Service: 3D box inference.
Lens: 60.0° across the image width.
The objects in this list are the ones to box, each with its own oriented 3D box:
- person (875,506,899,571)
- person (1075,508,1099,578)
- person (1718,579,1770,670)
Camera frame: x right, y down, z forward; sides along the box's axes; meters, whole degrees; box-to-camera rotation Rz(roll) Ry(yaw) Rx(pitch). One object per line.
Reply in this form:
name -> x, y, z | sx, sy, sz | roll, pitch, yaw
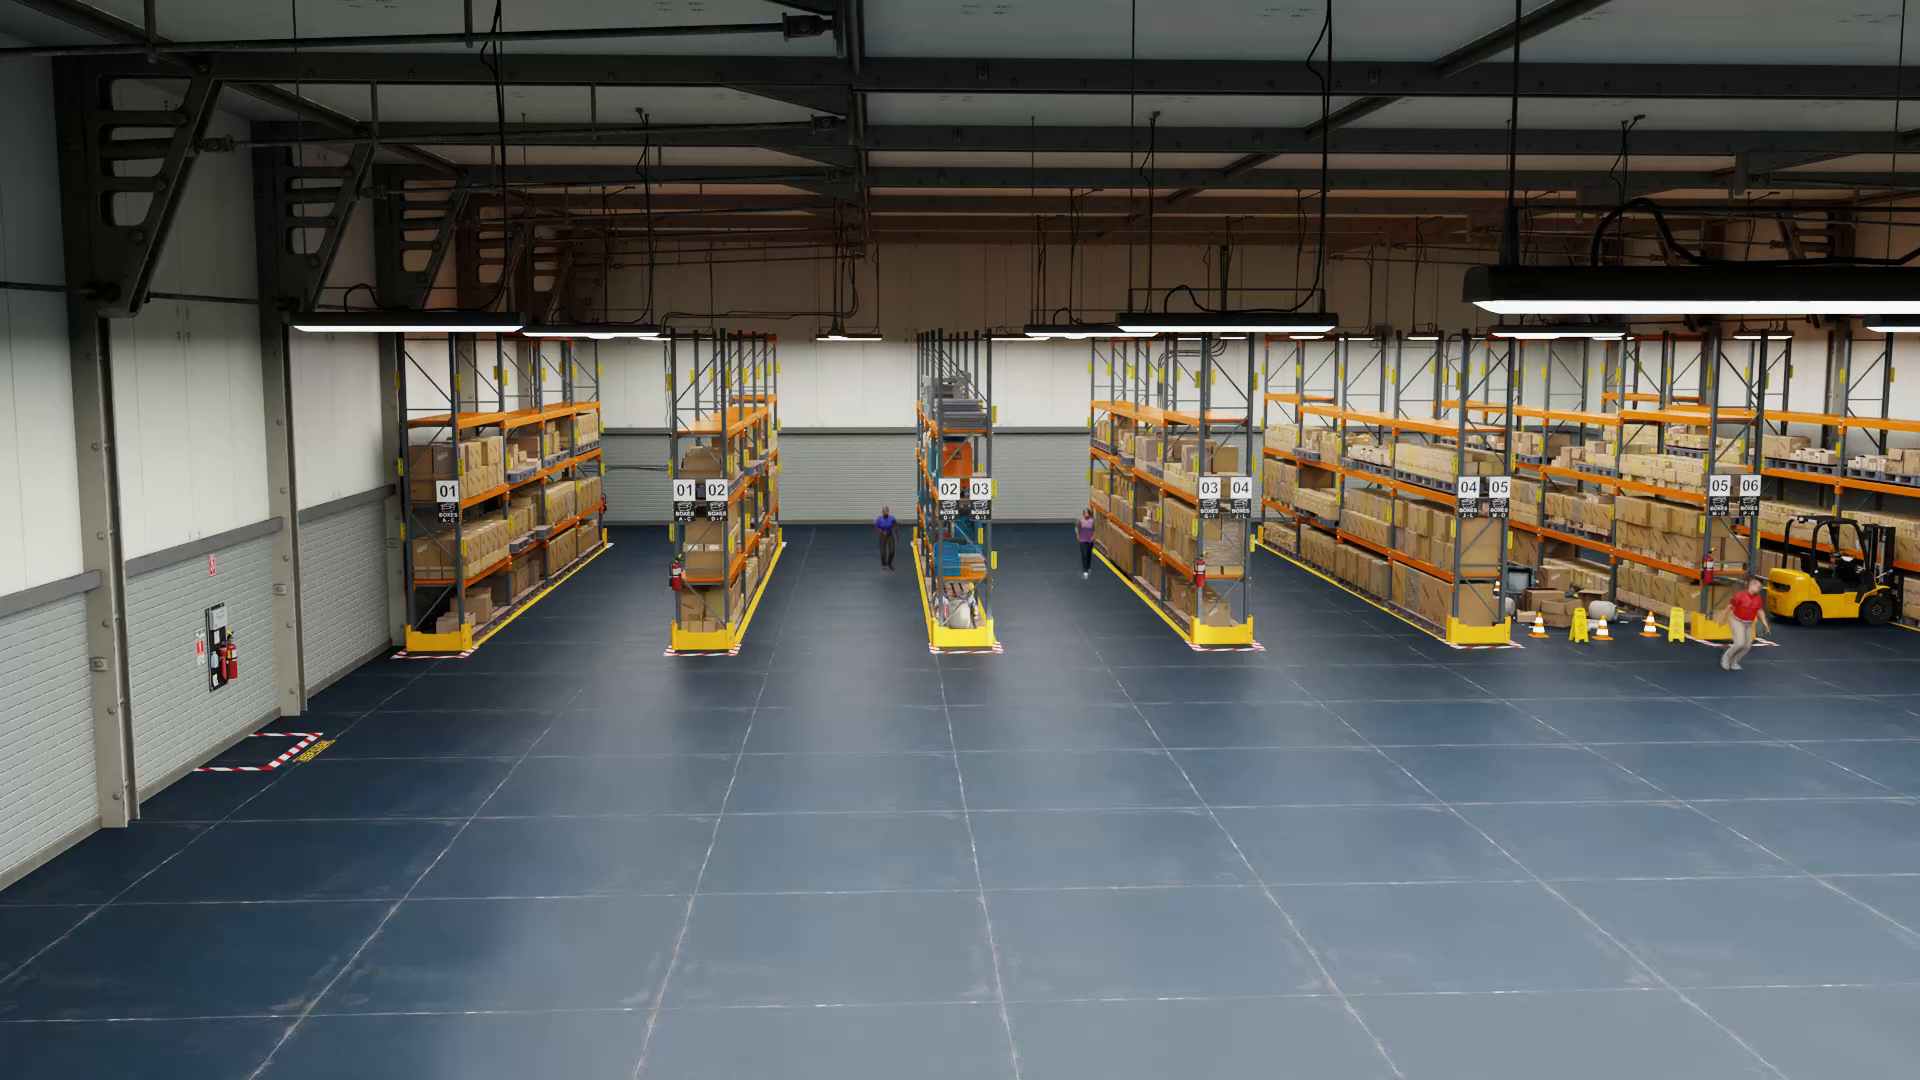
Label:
person -> -1.752, -0.029, 39.912 | 0.579, 1.583, 0.823 | -1, 7, -7
person -> 2.972, 0.055, 39.013 | 0.547, 1.616, 0.740 | 0, 7, 1
person -> 13.706, 1.475, 29.044 | 0.637, 1.633, 0.686 | -2, 7, -17
